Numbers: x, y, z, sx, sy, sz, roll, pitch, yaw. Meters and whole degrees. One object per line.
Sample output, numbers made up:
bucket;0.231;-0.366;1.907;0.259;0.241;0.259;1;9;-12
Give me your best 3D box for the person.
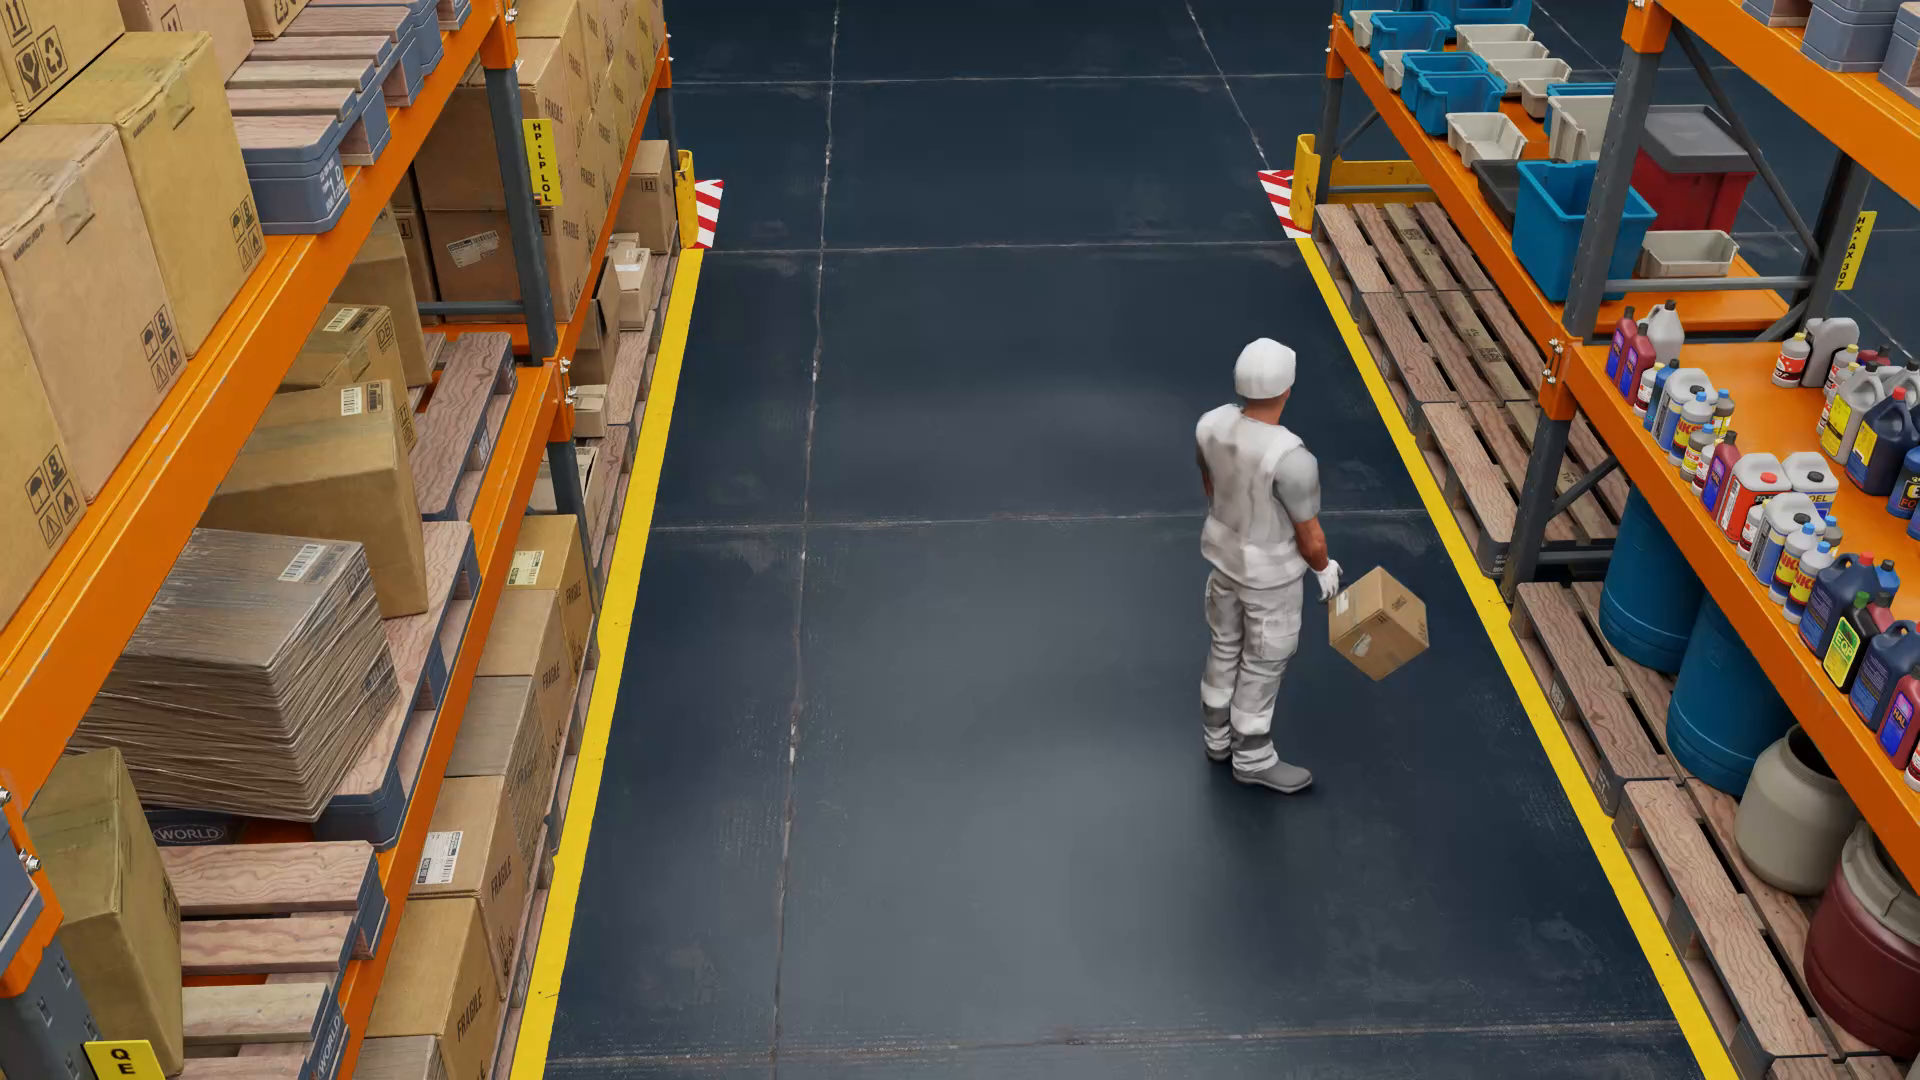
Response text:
person;1.099;0.088;5.971;0.423;1.794;0.600;-21;40;-27
